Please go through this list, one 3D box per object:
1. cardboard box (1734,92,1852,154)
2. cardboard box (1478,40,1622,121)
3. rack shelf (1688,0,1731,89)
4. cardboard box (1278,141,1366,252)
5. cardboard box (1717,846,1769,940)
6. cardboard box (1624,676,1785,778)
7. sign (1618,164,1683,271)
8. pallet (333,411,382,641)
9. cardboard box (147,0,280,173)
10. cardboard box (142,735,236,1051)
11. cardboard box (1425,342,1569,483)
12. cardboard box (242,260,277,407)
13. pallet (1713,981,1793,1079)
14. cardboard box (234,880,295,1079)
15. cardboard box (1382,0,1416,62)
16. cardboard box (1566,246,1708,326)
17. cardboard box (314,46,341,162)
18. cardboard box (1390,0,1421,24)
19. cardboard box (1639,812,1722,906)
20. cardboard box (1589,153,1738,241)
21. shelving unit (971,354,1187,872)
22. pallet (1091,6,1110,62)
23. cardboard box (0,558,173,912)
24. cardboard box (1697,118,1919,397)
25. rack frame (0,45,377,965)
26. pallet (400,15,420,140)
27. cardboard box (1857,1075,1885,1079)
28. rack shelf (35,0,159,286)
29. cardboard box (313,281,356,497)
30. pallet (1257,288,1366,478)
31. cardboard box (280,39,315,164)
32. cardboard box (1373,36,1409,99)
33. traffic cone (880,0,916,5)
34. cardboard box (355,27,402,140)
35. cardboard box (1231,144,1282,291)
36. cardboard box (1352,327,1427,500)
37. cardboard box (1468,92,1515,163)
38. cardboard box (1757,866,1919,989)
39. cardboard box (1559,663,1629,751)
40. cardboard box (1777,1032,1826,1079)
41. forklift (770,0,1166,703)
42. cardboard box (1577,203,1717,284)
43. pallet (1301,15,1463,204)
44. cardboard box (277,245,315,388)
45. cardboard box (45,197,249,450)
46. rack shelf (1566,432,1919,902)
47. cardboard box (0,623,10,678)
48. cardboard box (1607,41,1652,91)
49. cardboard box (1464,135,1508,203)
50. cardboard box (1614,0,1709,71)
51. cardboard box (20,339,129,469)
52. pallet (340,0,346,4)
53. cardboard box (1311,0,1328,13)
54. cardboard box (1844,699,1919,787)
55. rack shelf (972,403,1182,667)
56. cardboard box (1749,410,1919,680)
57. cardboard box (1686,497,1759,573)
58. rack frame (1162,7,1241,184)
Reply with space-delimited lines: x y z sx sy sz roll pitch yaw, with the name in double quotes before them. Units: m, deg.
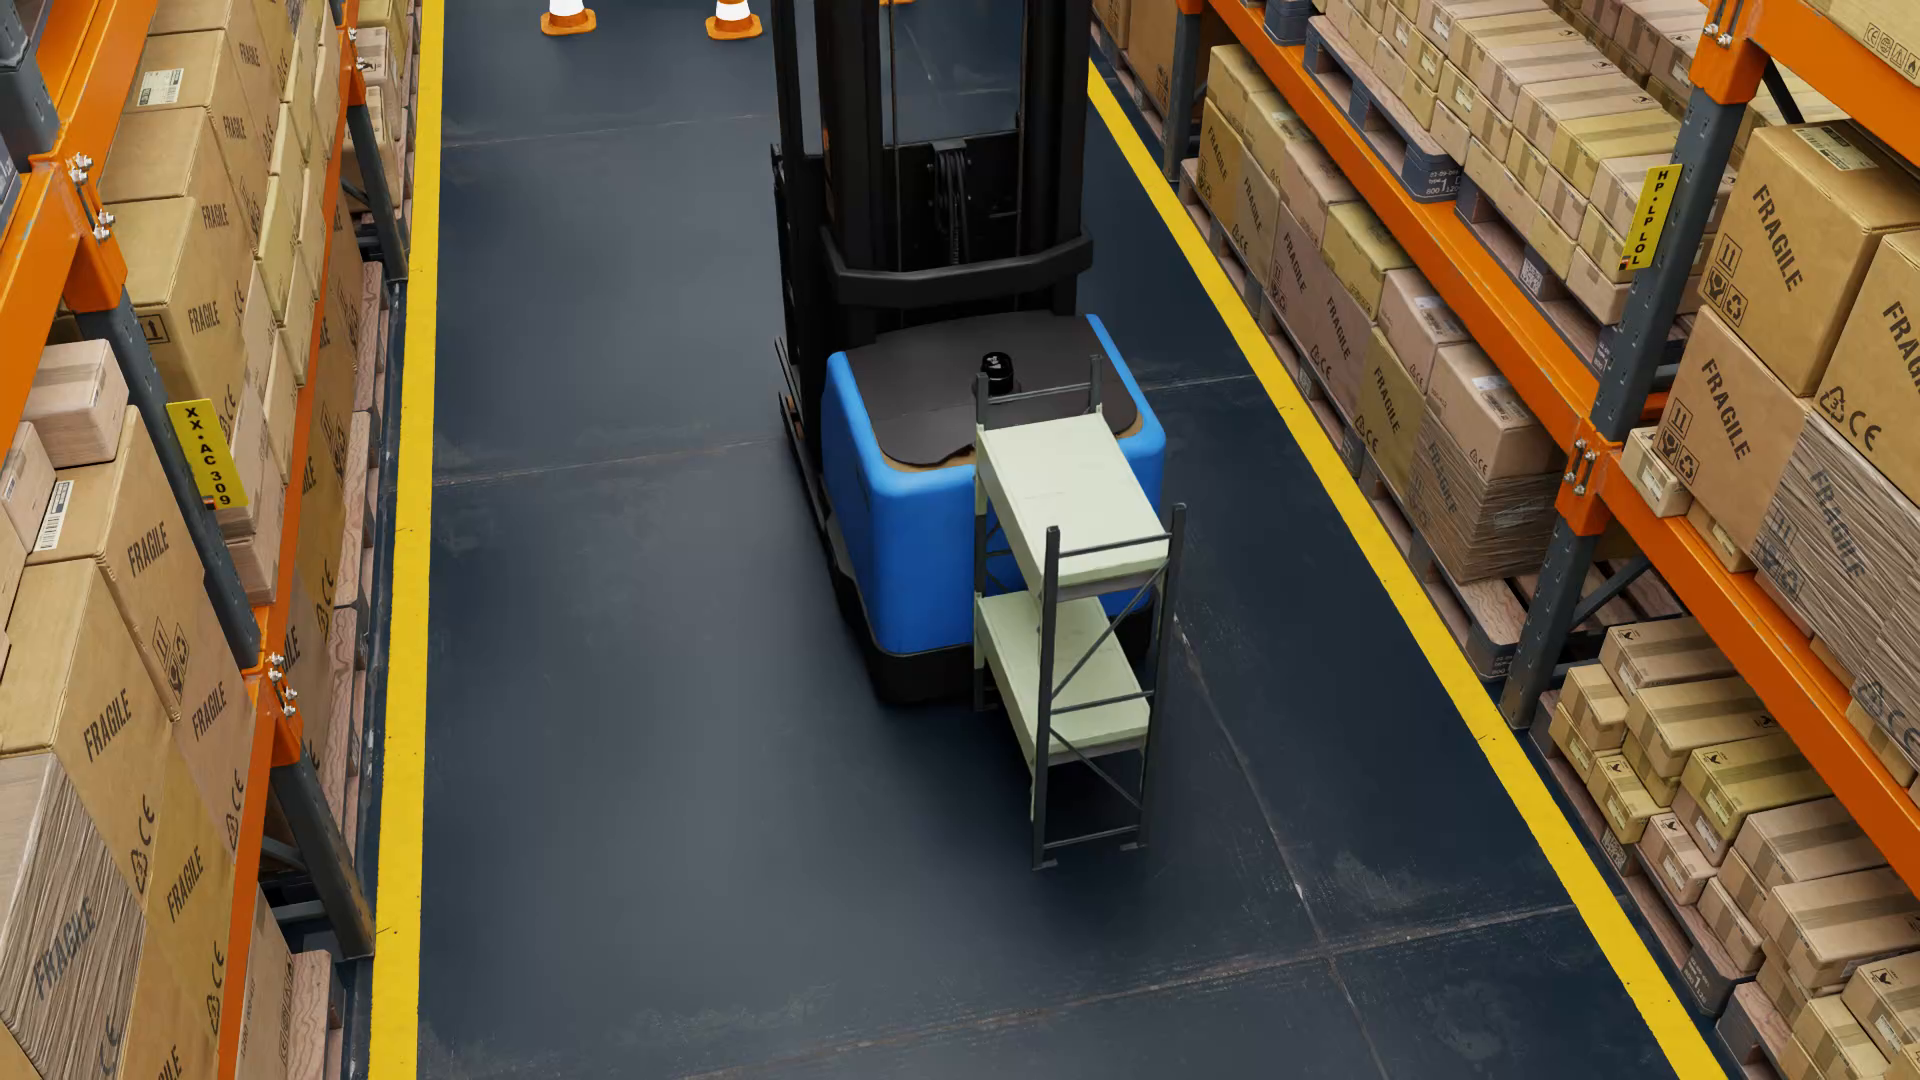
"cardboard box" 2.757 -1.330 5.414 0.380 0.149 0.250 -7 42 -8
"cardboard box" 2.012 -1.573 5.688 0.380 0.149 0.250 -8 42 -9
"rack shelf" 2.028 -2.693 5.806 1.077 0.370 4.000 -8 42 -9
"cardboard box" 1.712 -1.506 7.189 0.500 0.250 0.500 -8 42 -9
"cardboard box" 2.511 1.015 4.955 0.380 0.149 0.250 -10 43 -11
"cardboard box" 2.333 0.583 5.217 0.380 0.149 0.250 -6 42 -7
"sign" 1.918 -0.895 4.626 0.100 0.325 0.005 -8 42 -9
"pallet" -2.859 -0.008 6.600 1.003 0.211 1.213 -8 42 -9
"cardboard box" -2.527 -1.492 5.343 0.500 0.500 0.500 -9 42 -10
"cardboard box" -1.886 0.791 3.525 0.500 0.500 0.500 -9 42 -10
"cardboard box" 2.052 -0.493 6.047 0.500 0.250 0.500 -9 42 -10
"cardboard box" -2.312 -0.559 4.857 0.500 0.250 0.500 -8 42 -9
"pallet" 2.906 1.722 4.651 1.003 0.211 1.213 -8 42 -9
"cardboard box" -2.322 1.455 4.465 0.875 0.438 0.875 -9 42 -10
"cardboard box" 1.846 -1.960 6.347 0.380 0.149 0.250 -7 42 -8
"cardboard box" 2.180 -0.836 5.305 0.380 0.149 0.250 -9 42 -10
"cardboard box" -2.727 -1.686 6.503 0.500 0.250 0.500 -8 42 -9
"cardboard box" 1.842 -2.081 6.259 0.380 0.149 0.250 -9 42 -10
"cardboard box" 2.386 0.974 5.225 0.380 0.149 0.250 -9 42 -9
"cardboard box" 2.182 -1.061 5.111 0.380 0.149 0.250 -7 42 -7
"shelving unit" 0.338 0.263 5.324 0.431 1.500 0.755 -10 43 -11
"pallet" 1.239 -3.405 10.426 1.003 0.211 1.213 -8 42 -9
"cardboard box" -1.879 0.416 3.193 0.500 0.500 0.500 -9 42 -10
"cardboard box" 2.319 -0.739 4.270 0.500 0.500 0.500 -7 42 -8
"rack frame" -2.352 0.231 4.230 1.000 3.000 0.127 -8 42 -9
"pallet" -3.643 -2.615 9.537 1.003 0.211 1.213 -8 42 -9
"cardboard box" 2.568 1.532 4.372 0.380 0.149 0.250 -8 42 -9
"rack shelf" -2.784 -1.918 4.933 1.077 0.370 4.000 -8 42 -9
"cardboard box" -2.959 -0.686 6.547 0.875 0.875 0.875 -8 42 -9
"pallet" 2.023 -0.798 7.489 1.003 0.211 1.213 -8 42 -9
"cardboard box" -2.618 -1.554 5.978 0.500 0.250 0.500 -9 42 -10
"cardboard box" 1.838 -1.853 6.450 0.380 0.149 0.250 -10 42 -11
"traffic cone" -0.452 -3.695 10.564 0.336 0.463 0.334 -8 42 -9
"cardboard box" -3.495 -2.381 8.836 0.950 0.372 0.625 -9 42 -10
"cardboard box" 1.611 -1.538 7.790 0.500 0.500 0.500 -8 42 -9
"cardboard box" 1.943 -0.542 6.668 0.500 0.500 0.500 -9 42 -10
"cardboard box" 2.008 -1.456 5.780 0.380 0.149 0.250 -10 42 -11
"cardboard box" 2.489 1.082 4.654 0.380 0.149 0.250 -7 42 -8
"cardboard box" 2.225 0.535 5.495 0.380 0.149 0.250 -7 42 -7
"cardboard box" 2.544 1.483 4.651 0.380 0.149 0.250 -9 42 -10
"forklift" -0.161 -1.500 6.232 1.130 2.935 3.031 -10 43 -11
"cardboard box" 2.181 -0.948 5.207 0.380 0.149 0.250 -7 42 -8
"pallet" 2.063 -1.787 6.648 1.003 0.211 1.213 -8 42 -9
"cardboard box" -2.398 -0.705 5.398 0.500 0.250 0.500 -9 42 -10
"cardboard box" -2.167 -0.506 4.233 0.500 0.500 0.500 -8 42 -9
"rack shelf" 2.891 1.022 3.881 1.077 0.370 4.000 -8 42 -9
"cardboard box" -1.908 0.242 2.900 0.380 0.149 0.250 -9 42 -10
"cardboard box" 2.592 -1.717 6.074 0.380 0.149 0.250 -7 42 -8
"cardboard box" 2.018 -1.328 5.860 0.380 0.149 0.250 -10 43 -11
"cardboard box" 2.597 -1.825 5.971 0.380 0.149 0.250 -9 42 -10
"cardboard box" -1.975 -0.269 3.476 0.380 0.149 0.250 -9 42 -10
"pallet" -3.473 -2.737 7.718 1.213 0.211 1.003 -8 42 -9
"cardboard box" 1.672 -2.357 7.019 0.380 0.149 0.250 -7 42 -7
"cardboard box" 2.481 0.453 4.170 0.380 0.149 0.250 -8 42 -8
"rack shelf" 0.338 -0.029 5.064 0.431 0.370 0.720 -10 43 -11
"cardboard box" 2.434 -0.015 4.208 0.500 0.500 0.500 -8 42 -9
"cardboard box" 2.329 -0.062 4.750 0.380 0.149 0.250 -7 42 -8
"rack frame" 1.596 -3.136 8.024 1.000 3.000 0.127 -8 42 -9
